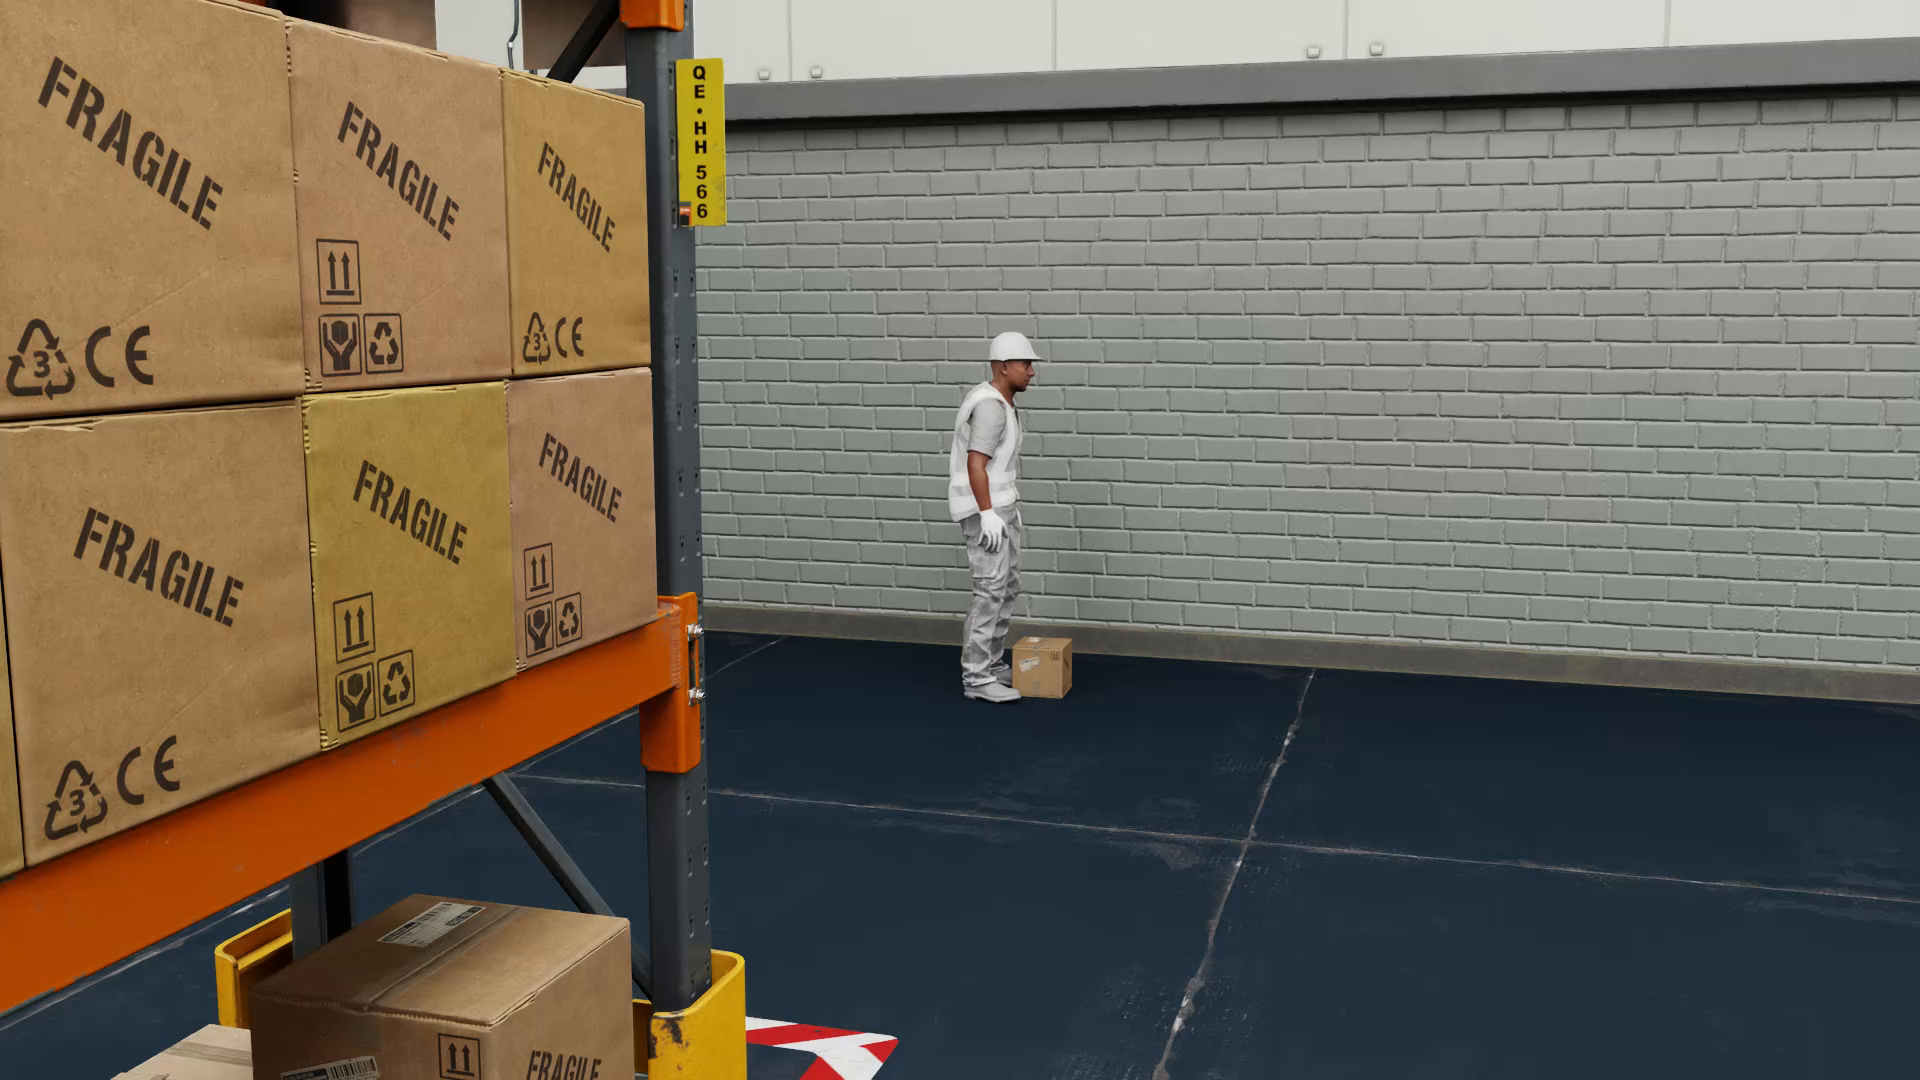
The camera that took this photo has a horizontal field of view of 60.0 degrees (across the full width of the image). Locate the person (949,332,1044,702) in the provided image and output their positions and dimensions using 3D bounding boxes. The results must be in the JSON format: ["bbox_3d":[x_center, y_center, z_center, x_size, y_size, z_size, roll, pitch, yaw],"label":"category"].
[{"bbox_3d":[0.180,-0.129,8.182,0.449,1.774,0.628,2,8,13],"label":"person"}]
